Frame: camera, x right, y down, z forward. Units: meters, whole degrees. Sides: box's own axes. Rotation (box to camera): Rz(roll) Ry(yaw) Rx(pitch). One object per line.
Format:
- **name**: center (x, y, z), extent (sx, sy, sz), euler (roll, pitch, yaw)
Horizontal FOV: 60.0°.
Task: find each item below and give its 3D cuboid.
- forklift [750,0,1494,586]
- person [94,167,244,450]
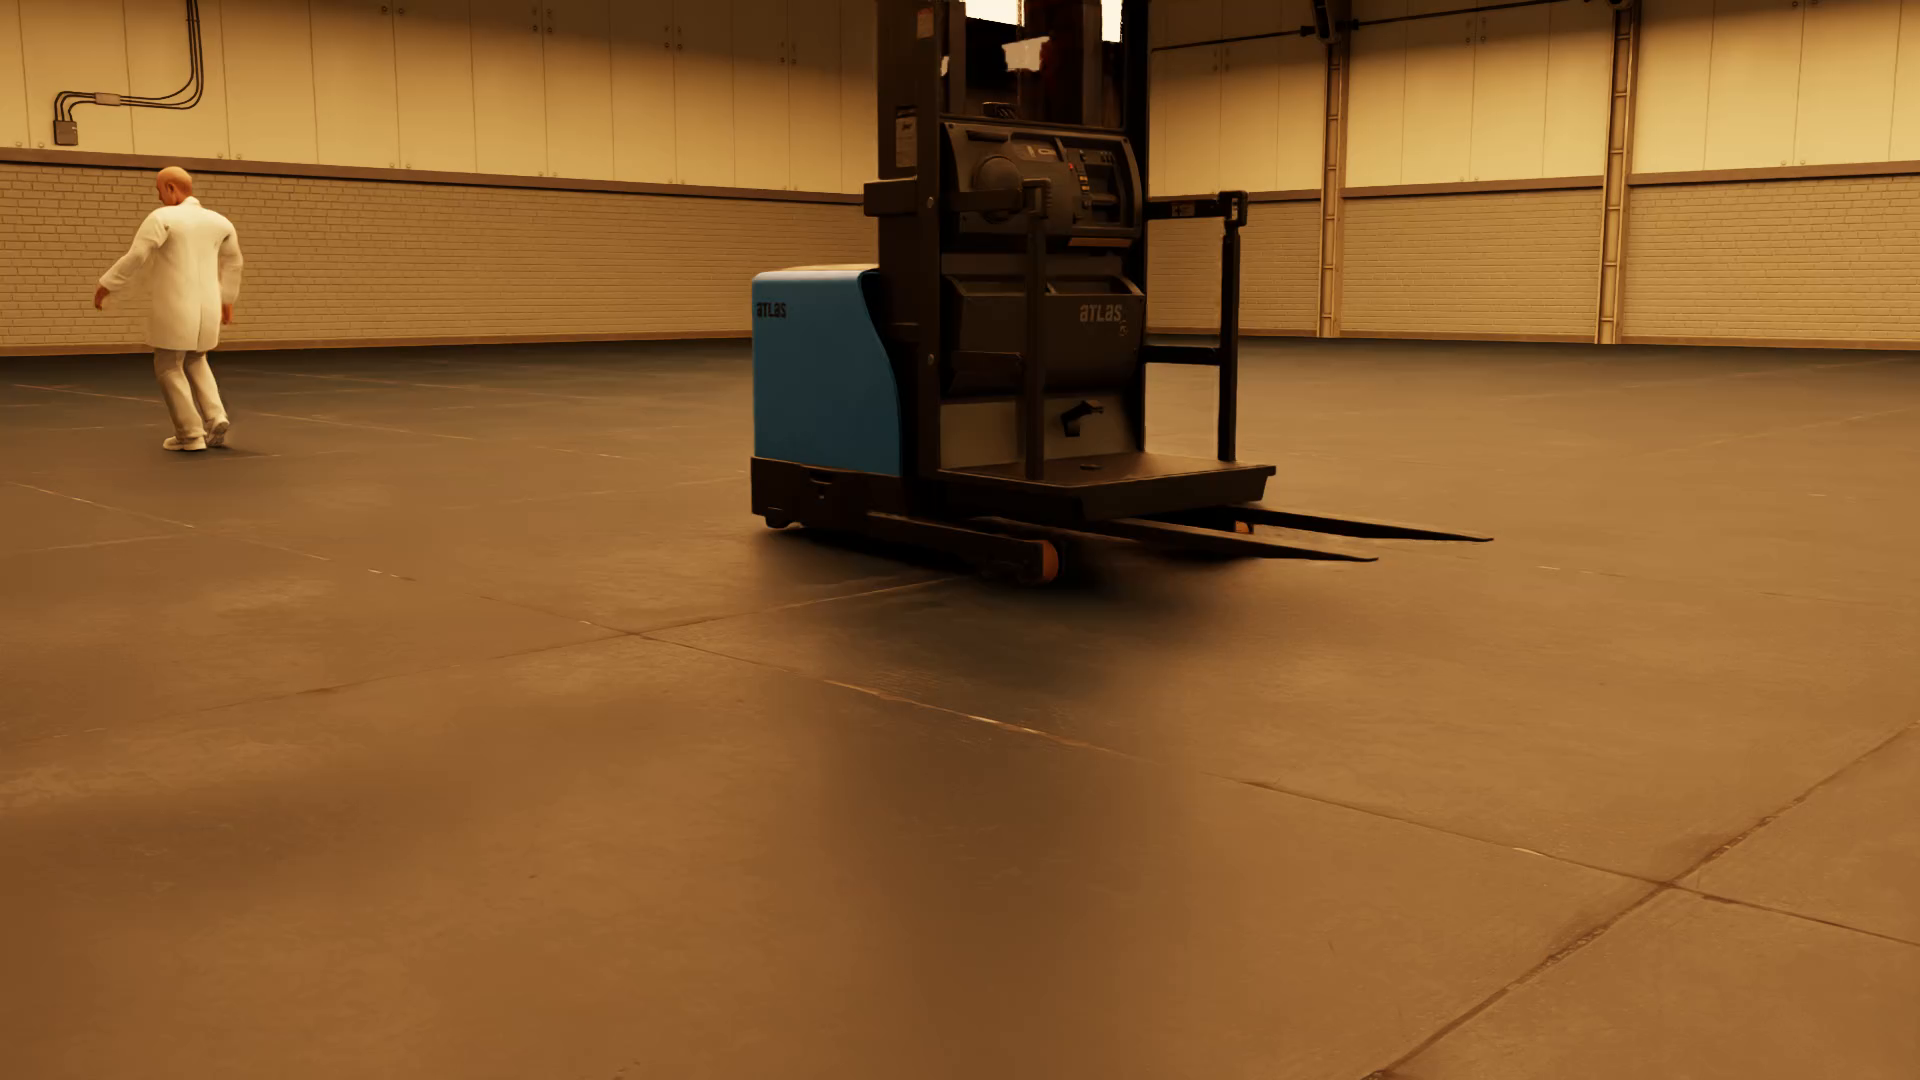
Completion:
- **forklift**: center (0.457, -1.375, 6.004), extent (1.130, 2.935, 3.031), euler (-7, 11, -40)
- **person**: center (-4.897, -1.421, 10.410), extent (0.487, 1.791, 0.908), euler (6, 10, 34)
